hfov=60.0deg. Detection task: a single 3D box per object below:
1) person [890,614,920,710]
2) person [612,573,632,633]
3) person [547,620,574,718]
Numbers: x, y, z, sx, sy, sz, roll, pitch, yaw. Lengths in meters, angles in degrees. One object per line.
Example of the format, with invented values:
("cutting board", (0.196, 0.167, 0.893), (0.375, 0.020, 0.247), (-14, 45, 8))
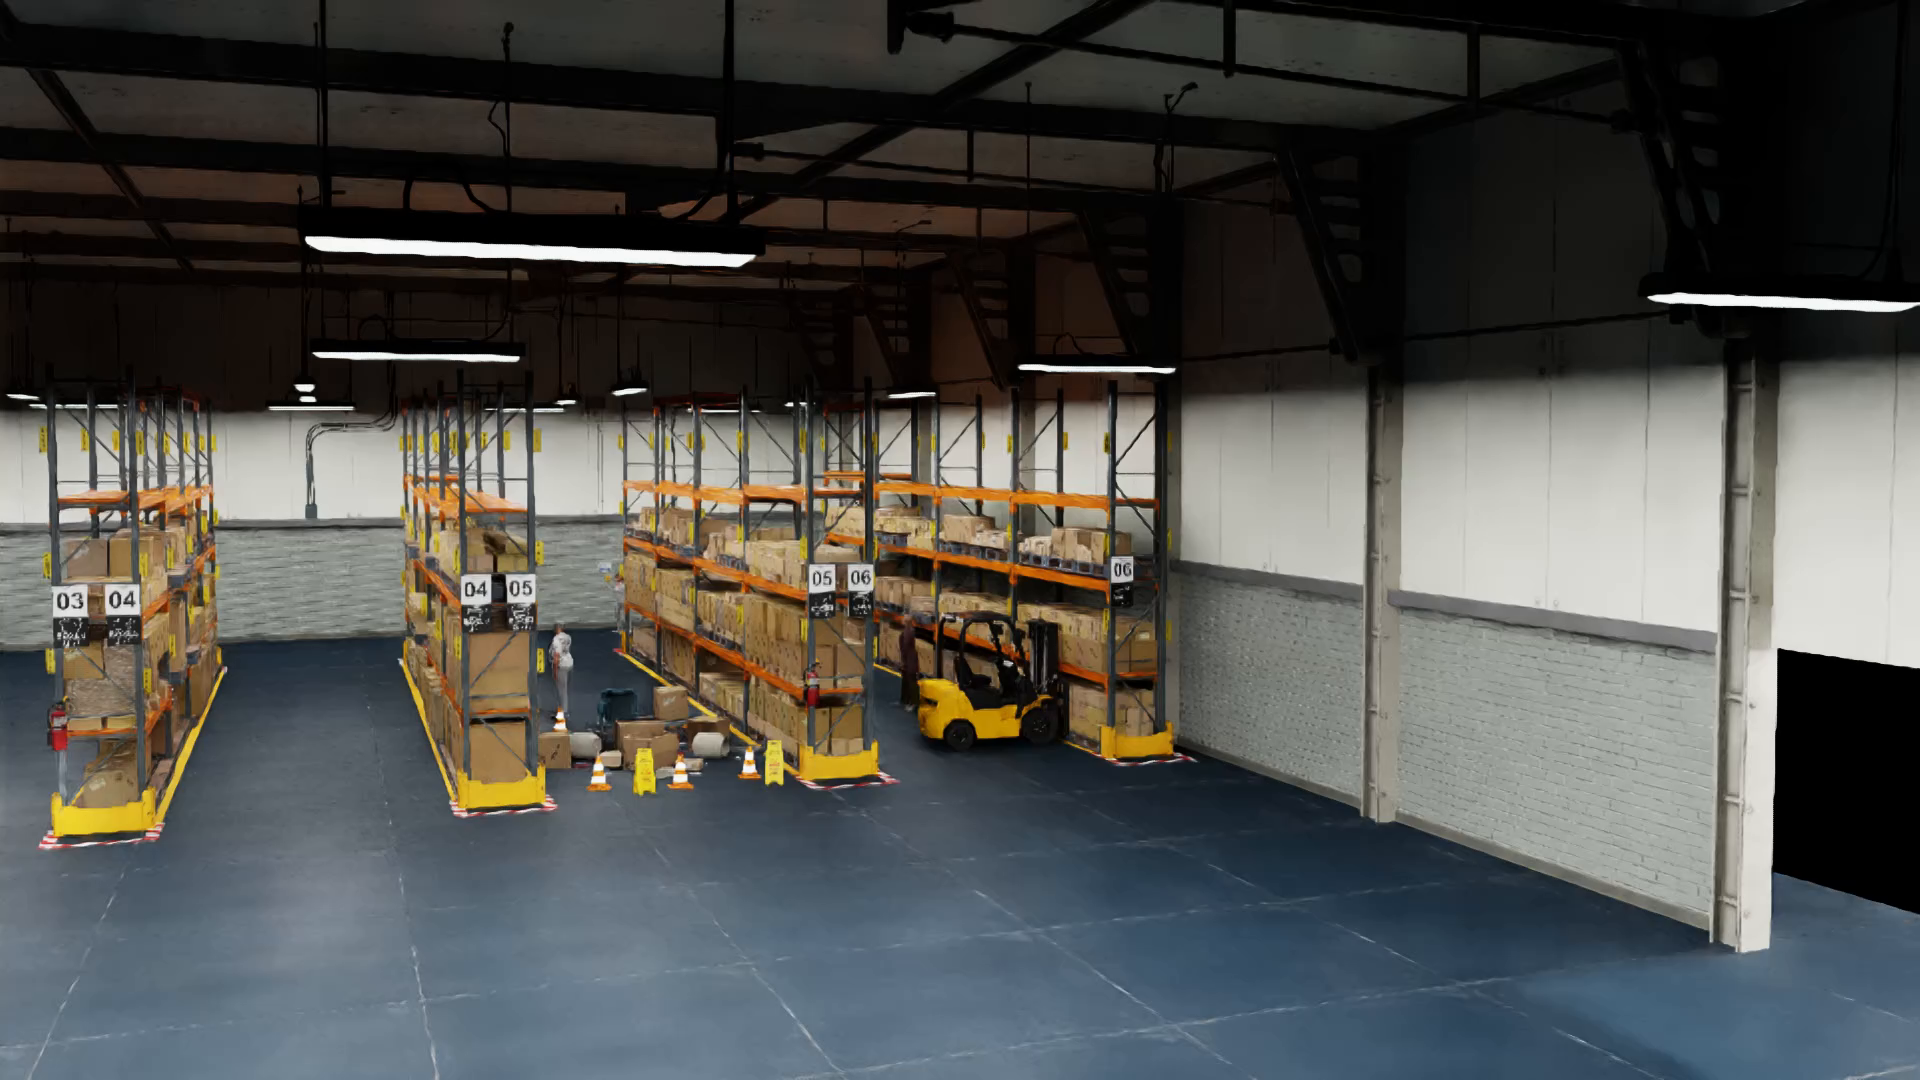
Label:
("person", (-1.015, 2.272, 31.194), (0.637, 1.775, 0.675), (0, 3, 6))
("person", (-8.892, 1.654, 43.853), (0.469, 1.591, 0.518), (2, 4, 35))
("person", (-7.341, 2.339, 30.379), (0.501, 1.758, 0.588), (1, 3, 10))
